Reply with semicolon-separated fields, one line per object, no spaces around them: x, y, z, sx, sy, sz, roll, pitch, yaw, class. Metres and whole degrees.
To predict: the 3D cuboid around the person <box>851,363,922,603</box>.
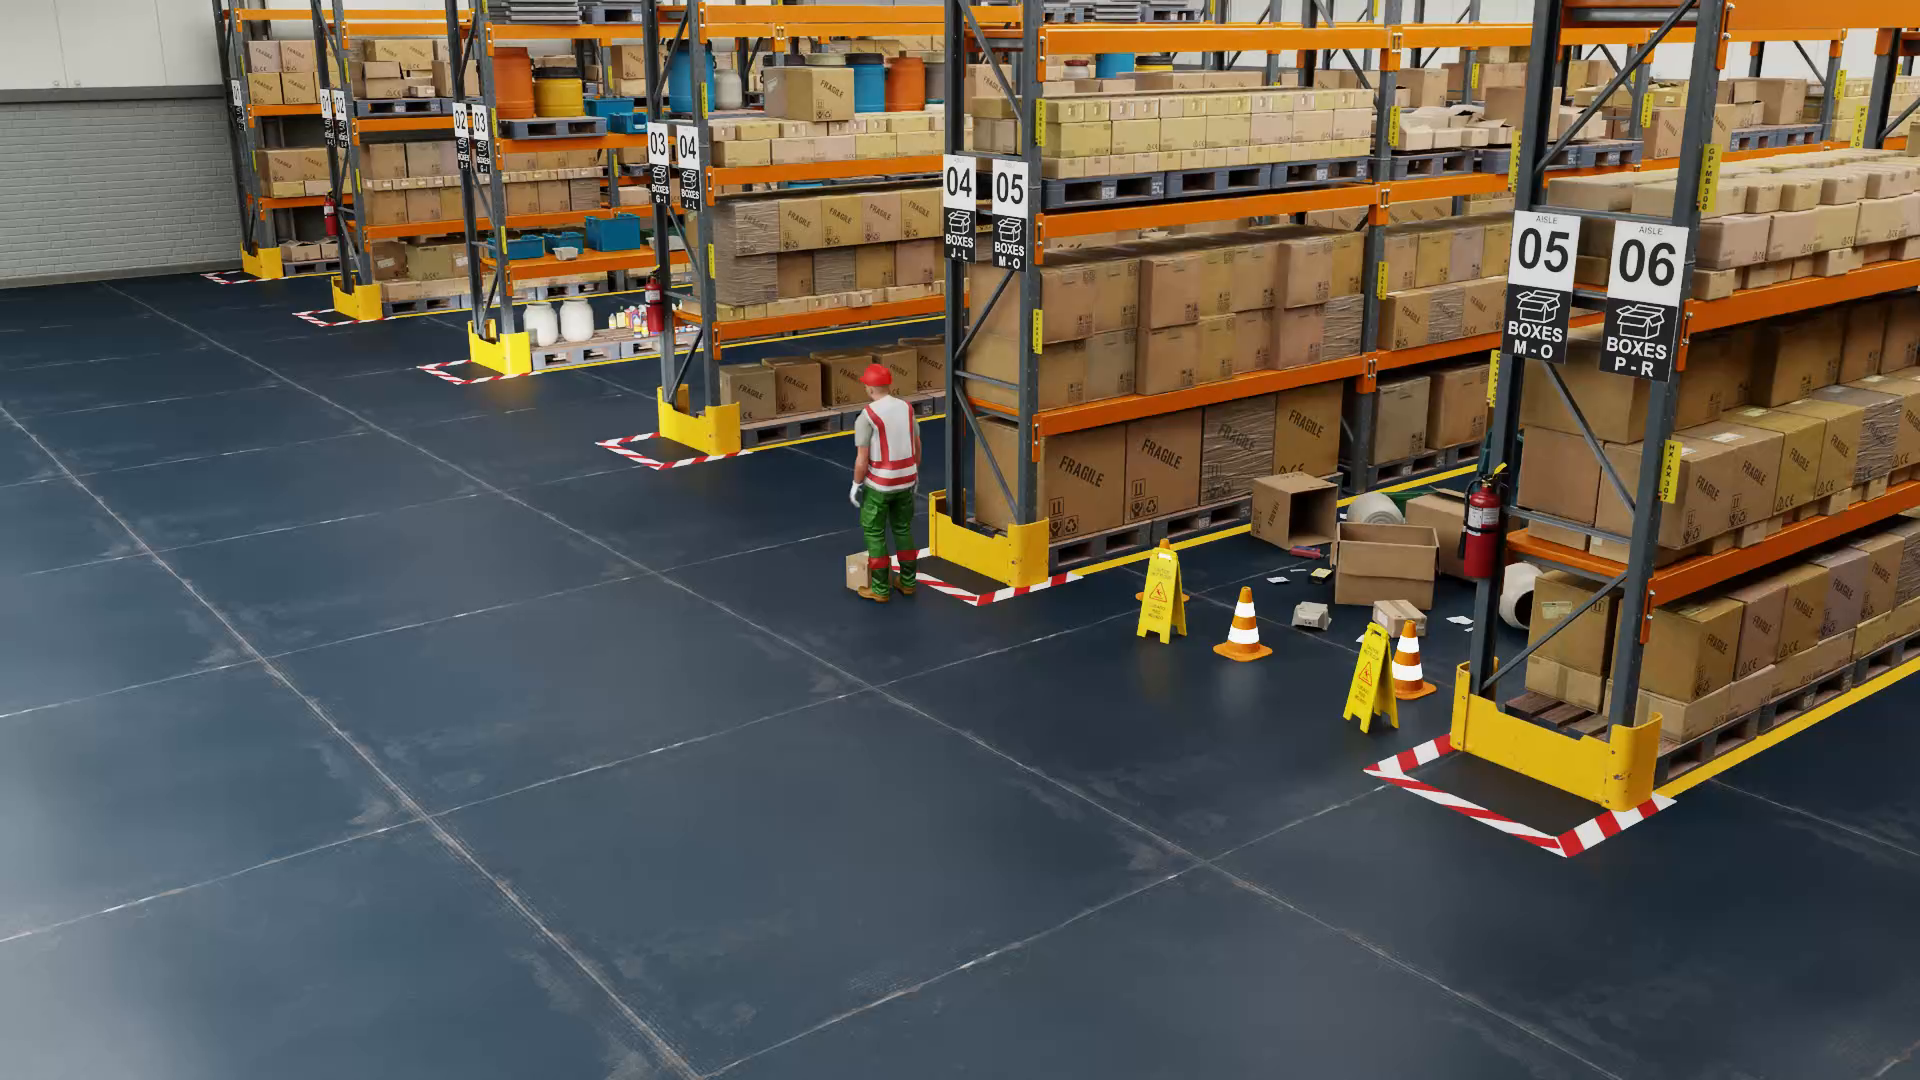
-0.551;-0.428;12.381;0.608;1.779;0.451;-13;22;-36;person
